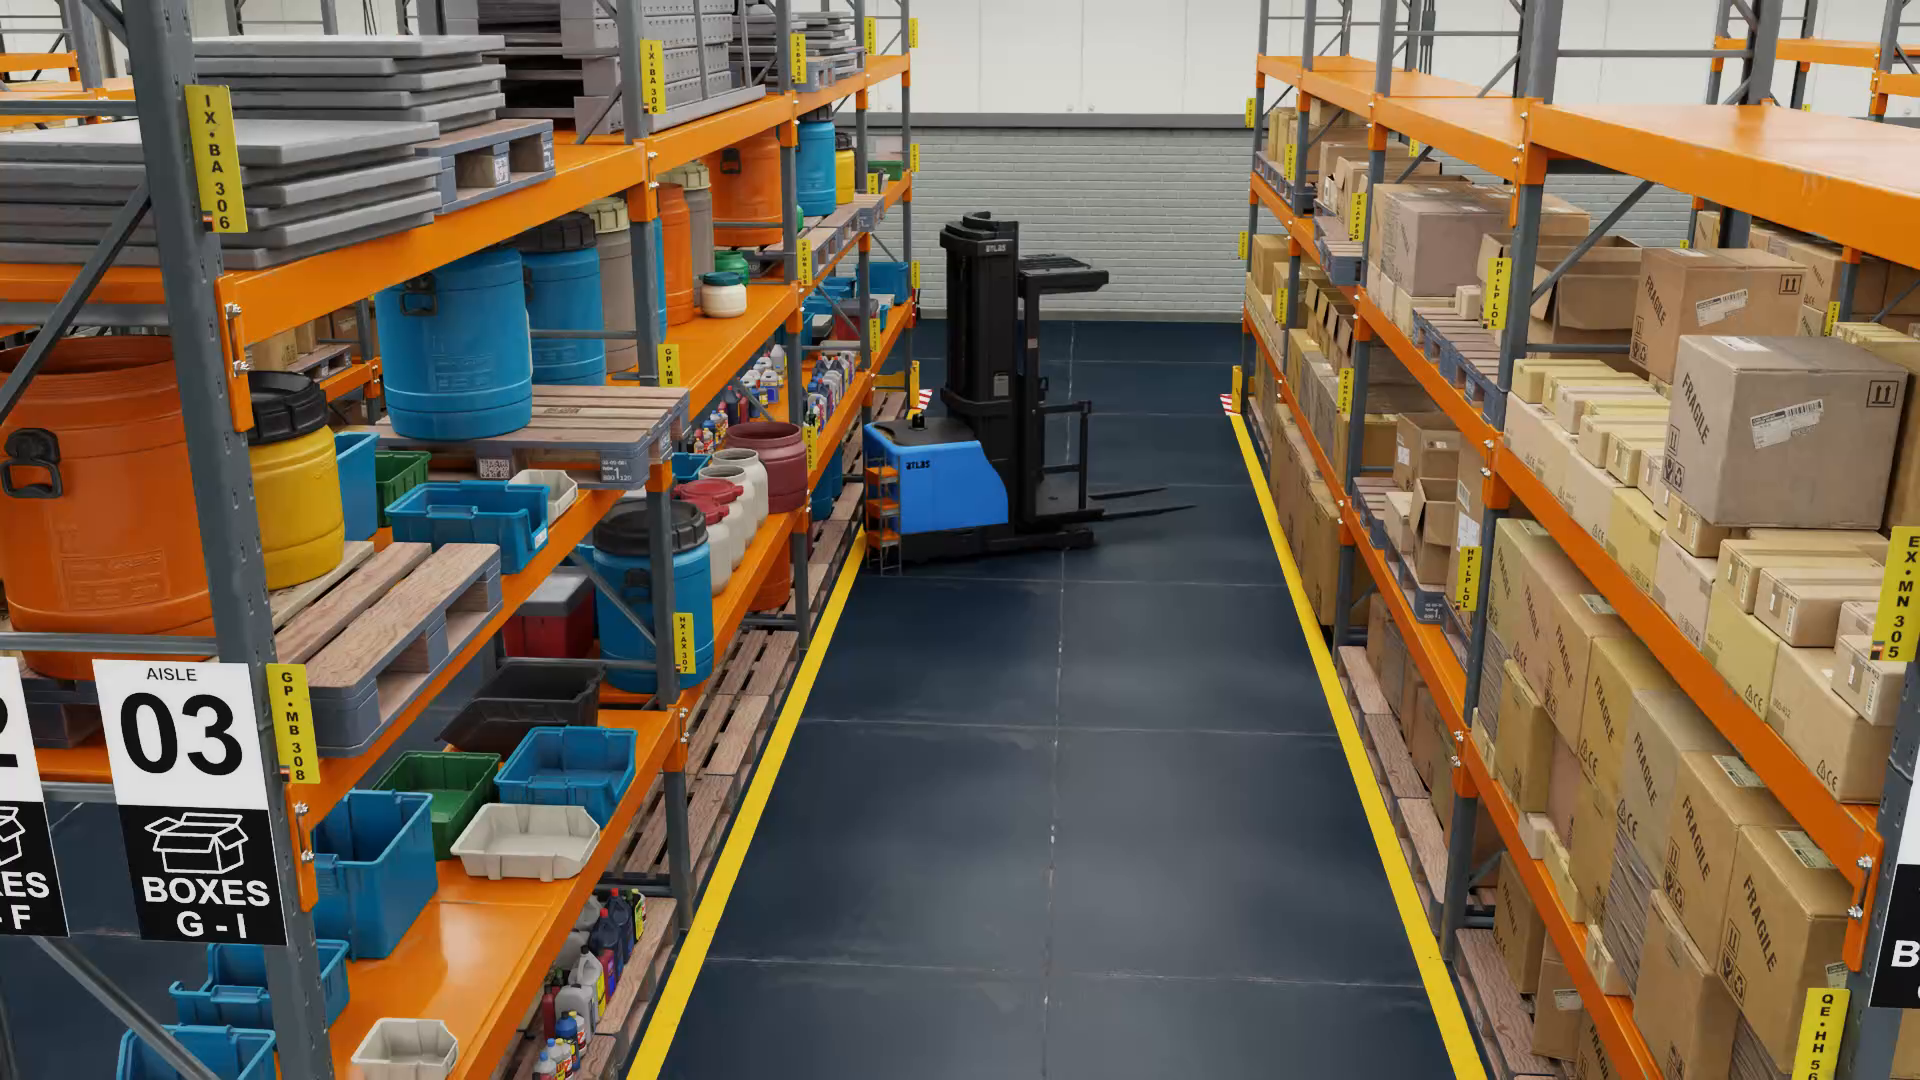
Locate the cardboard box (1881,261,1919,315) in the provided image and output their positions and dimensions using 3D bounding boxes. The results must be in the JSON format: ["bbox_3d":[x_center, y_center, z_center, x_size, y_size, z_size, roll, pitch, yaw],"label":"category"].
[{"bbox_3d":[8.789,-2.393,15.492,0.500,0.500,0.500,2,18,5],"label":"cardboard box"}]

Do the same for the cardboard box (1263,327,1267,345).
[{"bbox_3d":[3.361,-2.118,17.301,0.380,0.149,0.250,1,18,3],"label":"cardboard box"}]

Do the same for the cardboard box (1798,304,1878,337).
[{"bbox_3d":[8.267,-1.940,15.714,0.500,0.500,0.500,1,18,4],"label":"cardboard box"}]

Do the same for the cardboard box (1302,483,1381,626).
[{"bbox_3d":[3.358,0.102,12.859,1.225,0.875,0.875,0,18,1],"label":"cardboard box"}]

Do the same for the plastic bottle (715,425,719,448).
[{"bbox_3d":[-1.985,-0.843,13.325,0.097,0.201,0.097,0,18,0],"label":"plastic bottle"}]

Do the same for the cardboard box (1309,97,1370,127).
[{"bbox_3d":[3.648,-4.105,15.943,0.500,0.250,0.500,0,18,0],"label":"cardboard box"}]

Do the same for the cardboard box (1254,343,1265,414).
[{"bbox_3d":[3.895,-1.968,19.177,0.875,0.875,0.875,1,18,4],"label":"cardboard box"}]

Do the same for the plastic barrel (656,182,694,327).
[{"bbox_3d":[-1.975,-1.781,10.361,0.600,0.830,0.708,1,18,4],"label":"plastic barrel"}]

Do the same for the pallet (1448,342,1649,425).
[{"bbox_3d":[3.151,-0.777,8.290,1.213,0.211,1.003,1,18,4],"label":"pallet"}]

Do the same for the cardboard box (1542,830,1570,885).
[{"bbox_3d":[2.620,1.316,6.819,0.380,0.149,0.250,1,18,4],"label":"cardboard box"}]

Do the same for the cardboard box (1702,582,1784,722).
[{"bbox_3d":[2.528,0.326,4.862,0.500,0.250,0.500,1,18,4],"label":"cardboard box"}]

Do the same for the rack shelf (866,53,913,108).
[{"bbox_3d":[-1.223,-4.787,17.206,1.077,0.370,4.000,1,18,4],"label":"rack shelf"}]

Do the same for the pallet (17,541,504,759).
[{"bbox_3d":[-2.070,0.289,5.036,1.003,0.211,1.213,1,18,4],"label":"pallet"}]

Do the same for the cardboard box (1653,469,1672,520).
[{"bbox_3d":[2.589,-0.134,5.626,0.380,0.149,0.250,0,18,1],"label":"cardboard box"}]

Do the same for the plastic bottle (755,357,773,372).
[{"bbox_3d":[-1.806,-1.539,15.329,0.152,0.276,0.135,1,18,4],"label":"plastic bottle"}]

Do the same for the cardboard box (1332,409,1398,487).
[{"bbox_3d":[3.076,-0.701,12.410,0.500,0.500,0.500,2,18,6],"label":"cardboard box"}]

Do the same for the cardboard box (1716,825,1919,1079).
[{"bbox_3d":[2.507,1.150,4.679,0.500,0.500,0.500,1,18,4],"label":"cardboard box"}]

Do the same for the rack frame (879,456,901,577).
[{"bbox_3d":[-0.594,-0.198,14.167,0.200,1.050,0.008,-11,21,-30],"label":"rack frame"}]

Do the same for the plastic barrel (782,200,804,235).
[{"bbox_3d":[-1.348,-2.480,12.759,0.294,0.245,0.294,0,18,0],"label":"plastic barrel"}]

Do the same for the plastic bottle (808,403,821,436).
[{"bbox_3d":[-1.198,-0.993,13.671,0.097,0.271,0.097,0,18,0],"label":"plastic bottle"}]

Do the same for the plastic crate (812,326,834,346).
[{"bbox_3d":[-1.554,-2.098,17.182,0.437,0.125,0.590,1,18,4],"label":"plastic crate"}]

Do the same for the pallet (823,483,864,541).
[{"bbox_3d":[-1.463,-0.283,15.775,1.003,0.211,1.213,1,18,4],"label":"pallet"}]

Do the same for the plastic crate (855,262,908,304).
[{"bbox_3d":[-0.917,-3.027,19.516,0.616,0.435,0.499,1,18,4],"label":"plastic crate"}]

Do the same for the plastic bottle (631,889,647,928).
[{"bbox_3d":[-1.655,1.878,8.489,0.097,0.201,0.097,0,18,0],"label":"plastic bottle"}]

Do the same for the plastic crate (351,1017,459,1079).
[{"bbox_3d":[-1.841,1.734,5.563,0.298,0.136,0.250,1,18,4],"label":"plastic crate"}]

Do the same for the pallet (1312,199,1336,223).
[{"bbox_3d":[3.558,-2.785,14.423,0.805,0.209,1.217,1,18,2],"label":"pallet"}]

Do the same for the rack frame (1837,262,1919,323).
[{"bbox_3d":[8.514,-1.594,15.299,1.000,3.000,0.127,1,18,4],"label":"rack frame"}]

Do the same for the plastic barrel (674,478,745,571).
[{"bbox_3d":[-1.569,-0.082,10.463,0.433,0.535,0.433,0,18,0],"label":"plastic barrel"}]

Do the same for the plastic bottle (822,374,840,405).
[{"bbox_3d":[-1.144,-1.347,14.742,0.152,0.276,0.135,1,18,4],"label":"plastic bottle"}]

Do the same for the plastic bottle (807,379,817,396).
[{"bbox_3d":[-1.286,-1.269,14.513,0.097,0.271,0.097,0,18,0],"label":"plastic bottle"}]

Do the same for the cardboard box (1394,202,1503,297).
[{"bbox_3d":[2.928,-1.751,9.995,0.500,0.500,0.500,1,18,2],"label":"cardboard box"}]

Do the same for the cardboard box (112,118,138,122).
[{"bbox_3d":[-6.483,-3.117,13.361,0.500,0.500,0.500,1,18,4],"label":"cardboard box"}]

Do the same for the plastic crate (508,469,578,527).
[{"bbox_3d":[-1.651,-0.155,6.512,0.243,0.136,0.396,1,18,4],"label":"plastic crate"}]

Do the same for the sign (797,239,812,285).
[{"bbox_3d":[-1.104,-1.970,11.797,0.100,0.325,0.005,1,18,4],"label":"sign"}]

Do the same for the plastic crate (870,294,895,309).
[{"bbox_3d":[-0.957,-2.735,19.108,0.396,0.136,0.243,1,18,4],"label":"plastic crate"}]

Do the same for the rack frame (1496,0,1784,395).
[{"bbox_3d":[3.001,-2.103,7.215,1.000,3.000,0.127,1,18,4],"label":"rack frame"}]

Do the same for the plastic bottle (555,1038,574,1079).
[{"bbox_3d":[-1.747,2.276,7.274,0.097,0.201,0.097,0,18,0],"label":"plastic bottle"}]

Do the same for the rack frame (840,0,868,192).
[{"bbox_3d":[-1.366,-4.698,15.136,1.000,3.000,0.127,1,18,4],"label":"rack frame"}]

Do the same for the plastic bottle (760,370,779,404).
[{"bbox_3d":[-1.694,-1.362,14.788,0.152,0.276,0.135,1,18,4],"label":"plastic bottle"}]

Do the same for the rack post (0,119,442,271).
[{"bbox_3d":[-2.045,-0.965,4.547,0.937,0.300,0.954,3,18,10],"label":"rack post"}]

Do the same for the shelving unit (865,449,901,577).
[{"bbox_3d":[-0.659,-0.230,14.265,0.215,1.050,0.252,-11,21,-30],"label":"shelving unit"}]

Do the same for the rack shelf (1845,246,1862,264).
[{"bbox_3d":[8.371,-2.057,13.048,1.077,0.370,4.000,1,18,4],"label":"rack shelf"}]

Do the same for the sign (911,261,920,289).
[{"bbox_3d":[-0.530,-3.160,19.814,0.100,0.325,0.005,1,18,4],"label":"sign"}]

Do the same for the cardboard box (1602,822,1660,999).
[{"bbox_3d":[2.776,1.319,5.769,0.875,0.500,0.500,1,18,4],"label":"cardboard box"}]

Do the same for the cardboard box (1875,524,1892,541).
[{"bbox_3d":[3.091,-0.037,5.328,0.380,0.149,0.250,0,18,1],"label":"cardboard box"}]

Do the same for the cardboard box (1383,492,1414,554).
[{"bbox_3d":[2.938,-0.107,10.326,0.500,0.250,0.500,1,18,2],"label":"cardboard box"}]

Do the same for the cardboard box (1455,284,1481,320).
[{"bbox_3d":[3.035,-1.350,9.438,0.380,0.166,0.250,1,18,2],"label":"cardboard box"}]

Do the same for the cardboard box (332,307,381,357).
[{"bbox_3d":[-5.998,-2.159,16.860,0.500,0.500,0.500,2,18,5],"label":"cardboard box"}]

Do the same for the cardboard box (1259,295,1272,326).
[{"bbox_3d":[3.455,-2.426,17.600,0.500,0.250,0.500,1,18,3],"label":"cardboard box"}]

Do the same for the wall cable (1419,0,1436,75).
[{"bbox_3d":[7.704,-9.038,23.213,2.277,5.999,0.120,1,18,4],"label":"wall cable"}]

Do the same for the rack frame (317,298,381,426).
[{"bbox_3d":[-6.307,-1.959,16.411,1.000,3.000,0.127,1,18,4],"label":"rack frame"}]

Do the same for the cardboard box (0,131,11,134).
[{"bbox_3d":[-10.817,-4.355,18.312,0.500,0.250,0.500,1,18,2],"label":"cardboard box"}]

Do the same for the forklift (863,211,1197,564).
[{"bbox_3d":[0.683,-1.448,14.961,3.031,2.935,1.130,-6,19,-18],"label":"forklift"}]

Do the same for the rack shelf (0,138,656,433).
[{"bbox_3d":[-2.083,-1.060,5.832,1.077,0.370,4.000,1,18,4],"label":"rack shelf"}]

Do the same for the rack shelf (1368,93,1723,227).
[{"bbox_3d":[3.144,-2.192,9.285,1.077,0.370,4.000,1,18,4],"label":"rack shelf"}]
